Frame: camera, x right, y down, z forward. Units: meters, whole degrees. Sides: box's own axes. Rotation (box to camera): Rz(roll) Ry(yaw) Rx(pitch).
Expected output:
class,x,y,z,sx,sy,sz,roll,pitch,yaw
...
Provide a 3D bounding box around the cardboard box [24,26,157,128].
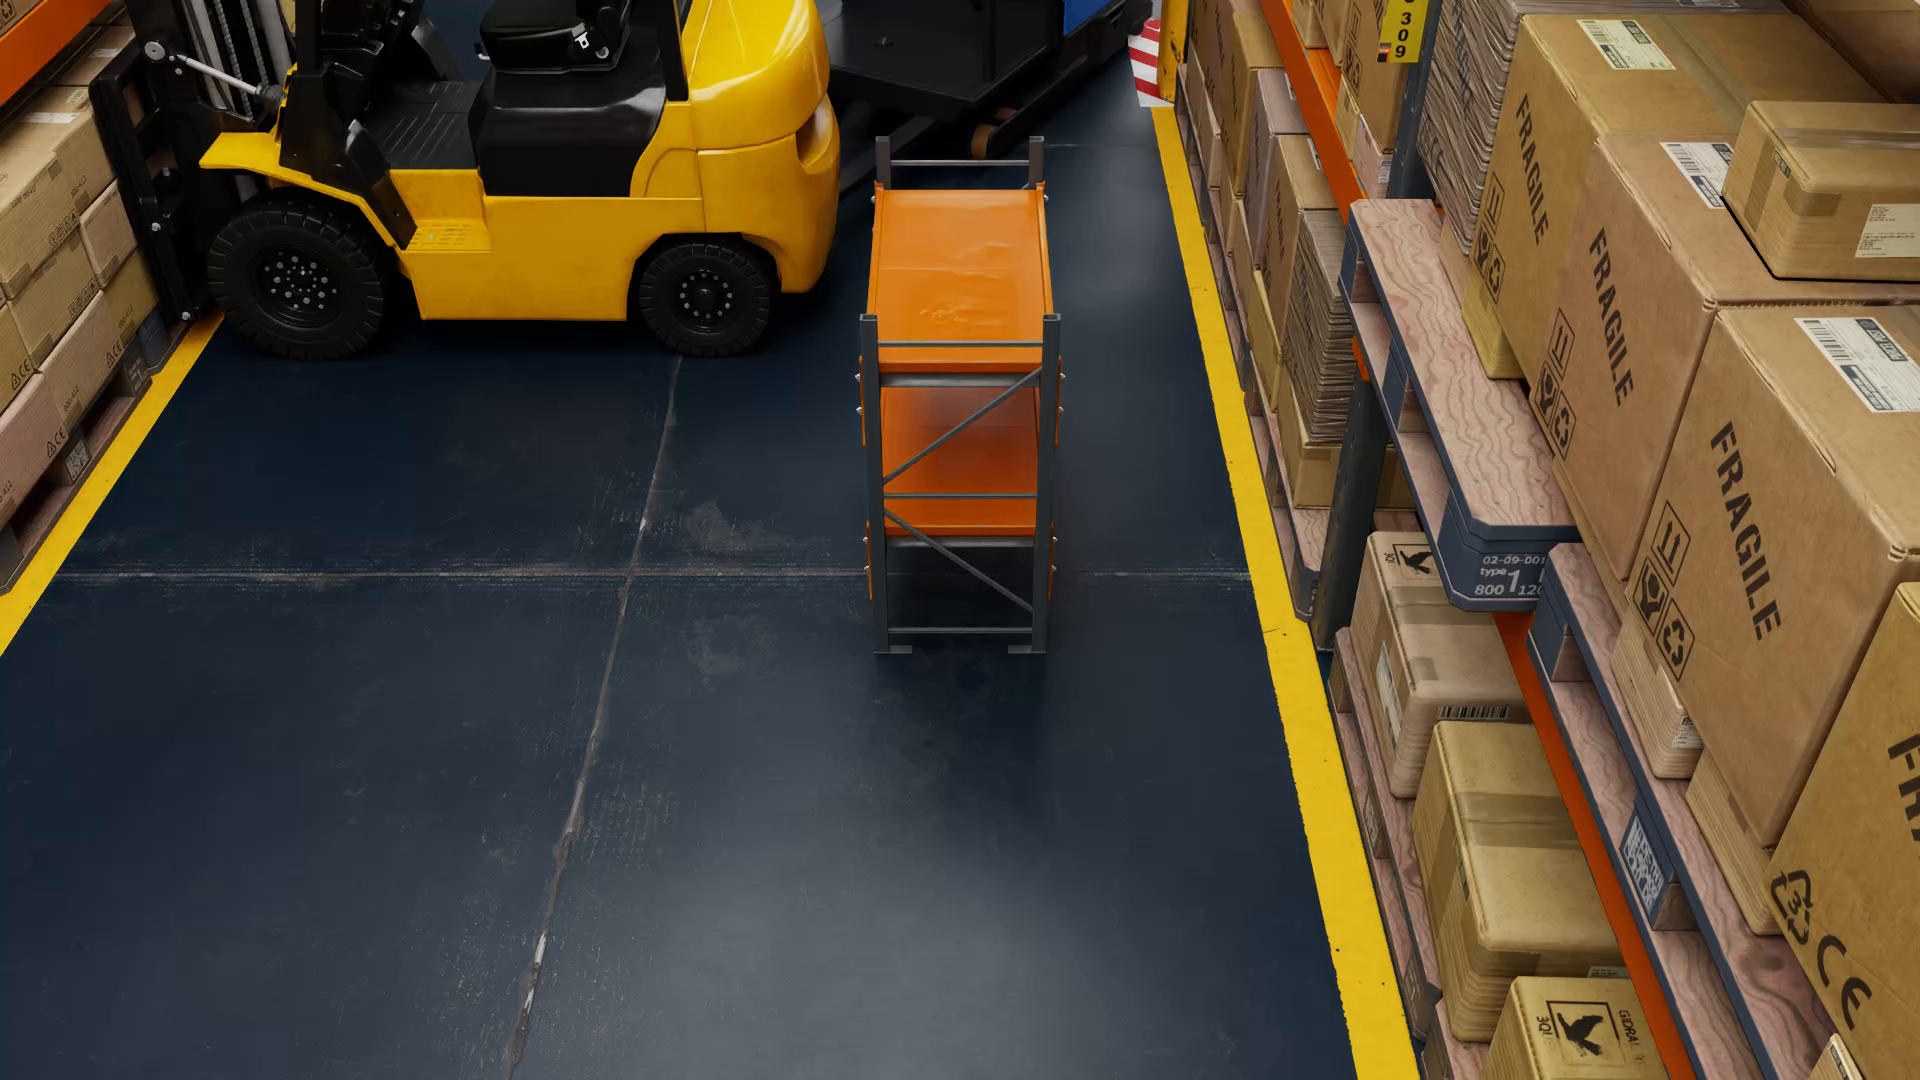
class,x,y,z,sx,sy,sz,roll,pitch,yaw
cardboard box,-3.108,-1.616,5.931,0.500,0.250,0.500,-1,39,-1

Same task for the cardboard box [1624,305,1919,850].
class,x,y,z,sx,sy,sz,roll,pitch,yaw
cardboard box,1.250,0.039,2.149,0.500,0.500,0.500,-2,39,-2

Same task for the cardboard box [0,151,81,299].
class,x,y,z,sx,sy,sz,roll,pitch,yaw
cardboard box,-3.104,-0.976,5.133,0.500,0.250,0.500,0,39,0

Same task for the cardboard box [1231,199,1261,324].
class,x,y,z,sx,sy,sz,roll,pitch,yaw
cardboard box,1.261,-0.990,5.950,0.500,0.250,0.500,1,39,1

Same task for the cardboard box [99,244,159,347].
class,x,y,z,sx,sy,sz,roll,pitch,yaw
cardboard box,-3.128,-0.905,5.844,0.500,0.250,0.500,1,39,1

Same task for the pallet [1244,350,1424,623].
class,x,y,z,sx,sy,sz,roll,pitch,yaw
pallet,1.501,-0.211,5.344,1.003,0.211,1.213,0,39,0

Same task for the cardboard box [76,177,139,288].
class,x,y,z,sx,sy,sz,roll,pitch,yaw
cardboard box,-3.110,-1.091,5.676,0.500,0.250,0.500,0,39,0

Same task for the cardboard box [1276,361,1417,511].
class,x,y,z,sx,sy,sz,roll,pitch,yaw
cardboard box,1.268,-0.339,5.138,0.500,0.250,0.500,2,39,2

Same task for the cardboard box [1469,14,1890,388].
class,x,y,z,sx,sy,sz,roll,pitch,yaw
cardboard box,1.252,-0.591,2.935,0.500,0.500,0.500,0,39,0

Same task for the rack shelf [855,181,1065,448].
class,x,y,z,sx,sy,sz,roll,pitch,yaw
rack shelf,0.000,-0.663,4.710,0.538,0.278,1.000,0,39,0

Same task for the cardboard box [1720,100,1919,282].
class,x,y,z,sx,sy,sz,roll,pitch,yaw
cardboard box,1.288,-0.477,2.275,0.380,0.149,0.250,2,39,2

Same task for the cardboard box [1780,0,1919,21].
class,x,y,z,sx,sy,sz,roll,pitch,yaw
cardboard box,1.767,-0.909,3.332,0.500,0.500,0.500,-1,39,-1

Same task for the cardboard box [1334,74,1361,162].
class,x,y,z,sx,sy,sz,roll,pitch,yaw
cardboard box,1.225,-1.137,4.472,0.380,0.149,0.250,1,39,1

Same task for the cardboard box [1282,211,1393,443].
class,x,y,z,sx,sy,sz,roll,pitch,yaw
cardboard box,1.268,-0.632,4.903,0.500,0.500,0.500,-1,39,-1

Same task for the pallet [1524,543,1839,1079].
class,x,y,z,sx,sy,sz,roll,pitch,yaw
pallet,1.499,0.460,2.431,1.003,0.211,1.213,0,39,0

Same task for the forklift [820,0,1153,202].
class,x,y,z,sx,sy,sz,roll,pitch,yaw
forklift,-0.179,-3.129,6.811,1.130,2.935,3.031,19,43,22

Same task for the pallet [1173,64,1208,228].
class,x,y,z,sx,sy,sz,roll,pitch,yaw
pallet,1.498,-1.736,7.248,1.003,0.211,1.213,0,39,0

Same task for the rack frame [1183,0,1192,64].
class,x,y,z,sx,sy,sz,roll,pitch,yaw
rack frame,1.533,-3.380,7.069,1.000,3.000,0.127,0,39,0

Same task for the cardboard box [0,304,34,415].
class,x,y,z,sx,sy,sz,roll,pitch,yaw
cardboard box,-3.118,-0.462,4.890,0.500,0.250,0.500,0,39,0

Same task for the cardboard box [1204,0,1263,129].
class,x,y,z,sx,sy,sz,roll,pitch,yaw
cardboard box,1.263,-1.917,6.507,0.500,0.500,0.500,-1,39,-2

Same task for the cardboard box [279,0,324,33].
class,x,y,z,sx,sy,sz,roll,pitch,yaw
cardboard box,-3.118,-2.356,7.255,0.500,0.250,0.500,0,39,-1

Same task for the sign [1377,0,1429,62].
class,x,y,z,sx,sy,sz,roll,pitch,yaw
sign,0.995,-1.211,3.671,0.100,0.325,0.005,0,39,0

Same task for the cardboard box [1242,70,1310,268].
class,x,y,z,sx,sy,sz,roll,pitch,yaw
cardboard box,1.264,-1.269,5.698,0.500,0.500,0.500,2,39,2

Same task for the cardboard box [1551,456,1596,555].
class,x,y,z,sx,sy,sz,roll,pitch,yaw
cardboard box,1.249,-0.105,2.847,0.380,0.149,0.250,1,39,1

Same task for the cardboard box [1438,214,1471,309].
class,x,y,z,sx,sy,sz,roll,pitch,yaw
cardboard box,1.222,-0.599,3.464,0.380,0.149,0.250,0,39,1

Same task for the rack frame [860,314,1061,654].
class,x,y,z,sx,sy,sz,roll,pitch,yaw
rack frame,0.001,-0.117,4.496,0.500,1.125,0.032,0,39,0

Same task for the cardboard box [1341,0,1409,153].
class,x,y,z,sx,sy,sz,roll,pitch,yaw
cardboard box,1.288,-1.312,4.170,0.500,0.500,0.500,-1,39,-1

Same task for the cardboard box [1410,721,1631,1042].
class,x,y,z,sx,sy,sz,roll,pitch,yaw
cardboard box,1.545,0.760,3.668,0.950,0.372,0.625,2,39,3

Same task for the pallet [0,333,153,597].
class,x,y,z,sx,sy,sz,roll,pitch,yaw
pallet,-3.385,-0.282,5.433,1.003,0.211,1.213,0,39,0

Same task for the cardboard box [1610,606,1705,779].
class,x,y,z,sx,sy,sz,roll,pitch,yaw
cardboard box,1.196,0.216,2.446,0.380,0.149,0.250,1,39,2

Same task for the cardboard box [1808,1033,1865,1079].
class,x,y,z,sx,sy,sz,roll,pitch,yaw
cardboard box,1.182,0.697,1.846,0.380,0.149,0.250,1,39,1

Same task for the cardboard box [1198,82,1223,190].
class,x,y,z,sx,sy,sz,roll,pitch,yaw
cardboard box,1.250,-1.647,6.770,0.500,0.250,0.500,1,39,2

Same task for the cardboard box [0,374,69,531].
class,x,y,z,sx,sy,sz,roll,pitch,yaw
cardboard box,-3.096,-0.266,5.047,0.500,0.250,0.500,0,39,0

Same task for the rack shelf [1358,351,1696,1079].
class,x,y,z,sx,sy,sz,roll,pitch,yaw
rack shelf,1.540,0.653,2.612,1.077,0.370,4.000,0,39,0

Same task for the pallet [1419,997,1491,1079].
class,x,y,z,sx,sy,sz,roll,pitch,yaw
pallet,1.544,1.461,3.258,1.003,0.211,1.213,0,39,0

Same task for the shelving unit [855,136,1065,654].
class,x,y,z,sx,sy,sz,roll,pitch,yaw
shelving unit,0.000,-0.435,4.893,0.538,1.125,1.048,0,39,0
